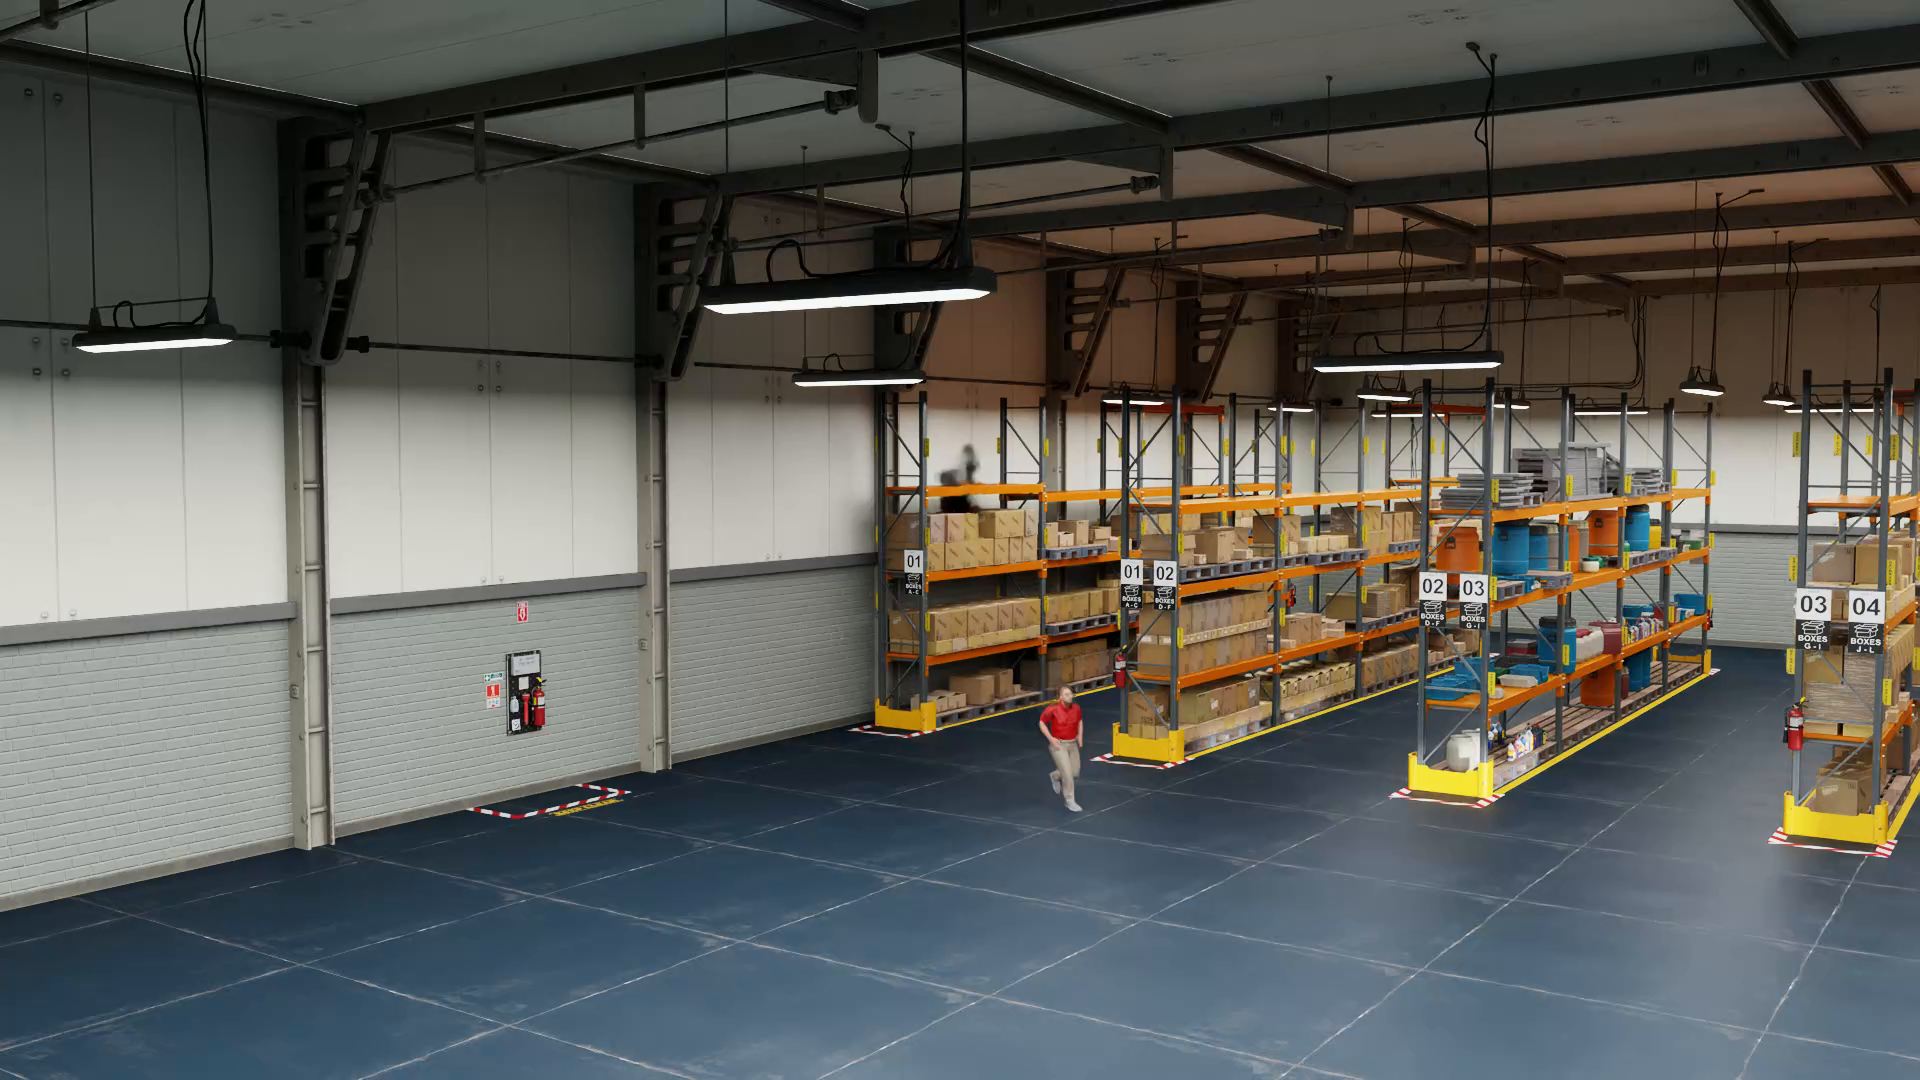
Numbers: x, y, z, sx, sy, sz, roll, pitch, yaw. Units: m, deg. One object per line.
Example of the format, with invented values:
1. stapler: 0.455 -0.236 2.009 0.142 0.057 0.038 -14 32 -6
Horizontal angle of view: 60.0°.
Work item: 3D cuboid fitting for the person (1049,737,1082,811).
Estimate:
1. person: 1.425 3.216 23.204 0.423 1.038 0.744 -2 4 -29
